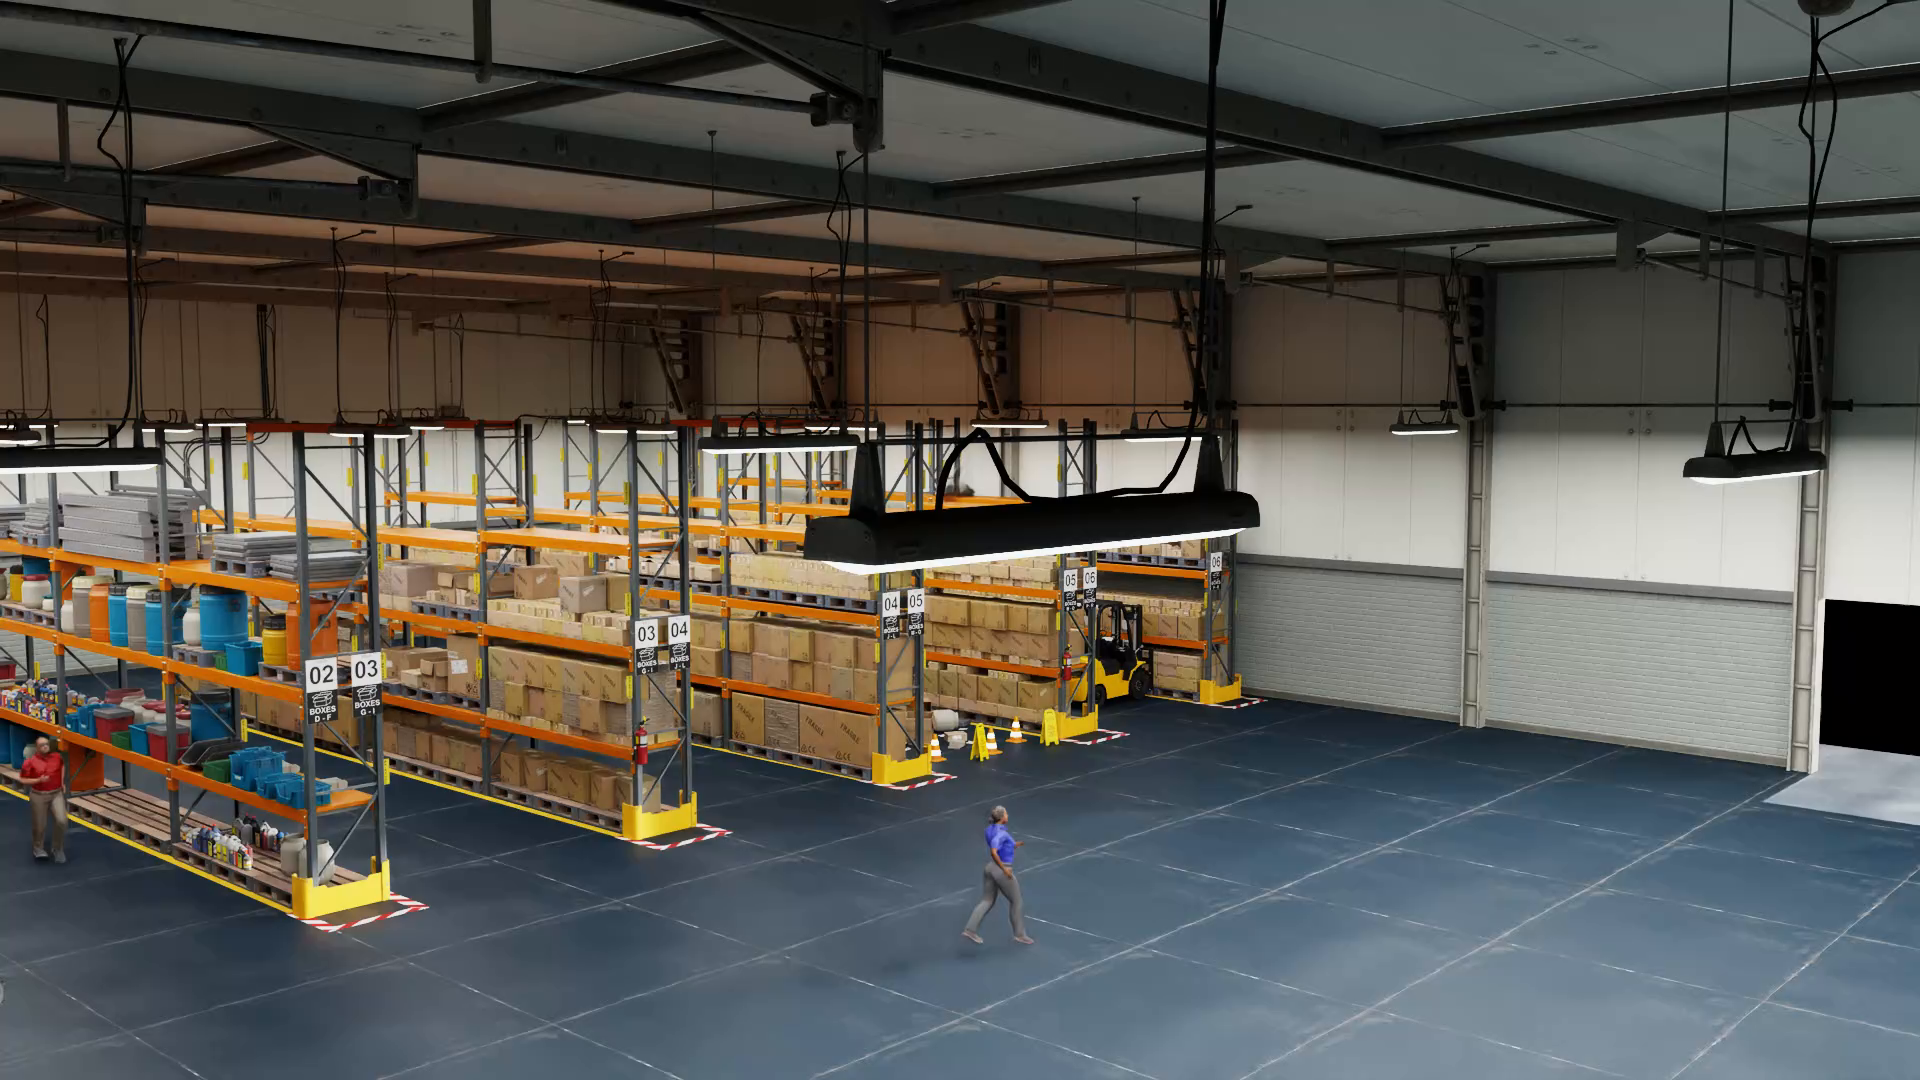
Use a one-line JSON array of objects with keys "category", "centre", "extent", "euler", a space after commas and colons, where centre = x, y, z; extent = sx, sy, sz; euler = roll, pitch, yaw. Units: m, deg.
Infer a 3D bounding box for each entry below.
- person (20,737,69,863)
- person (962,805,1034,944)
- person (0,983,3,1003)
[{"category": "person", "centre": [-12.609, 3.607, 22.972], "extent": [0.727, 1.779, 0.640], "euler": [4, 6, 43]}, {"category": "person", "centre": [0.449, 3.909, 19.310], "extent": [0.885, 1.682, 0.562], "euler": [-3, 5, -30]}, {"category": "person", "centre": [-9.722, 4.178, 16.283], "extent": [0.624, 1.653, 0.569], "euler": [-2, 5, -25]}]
